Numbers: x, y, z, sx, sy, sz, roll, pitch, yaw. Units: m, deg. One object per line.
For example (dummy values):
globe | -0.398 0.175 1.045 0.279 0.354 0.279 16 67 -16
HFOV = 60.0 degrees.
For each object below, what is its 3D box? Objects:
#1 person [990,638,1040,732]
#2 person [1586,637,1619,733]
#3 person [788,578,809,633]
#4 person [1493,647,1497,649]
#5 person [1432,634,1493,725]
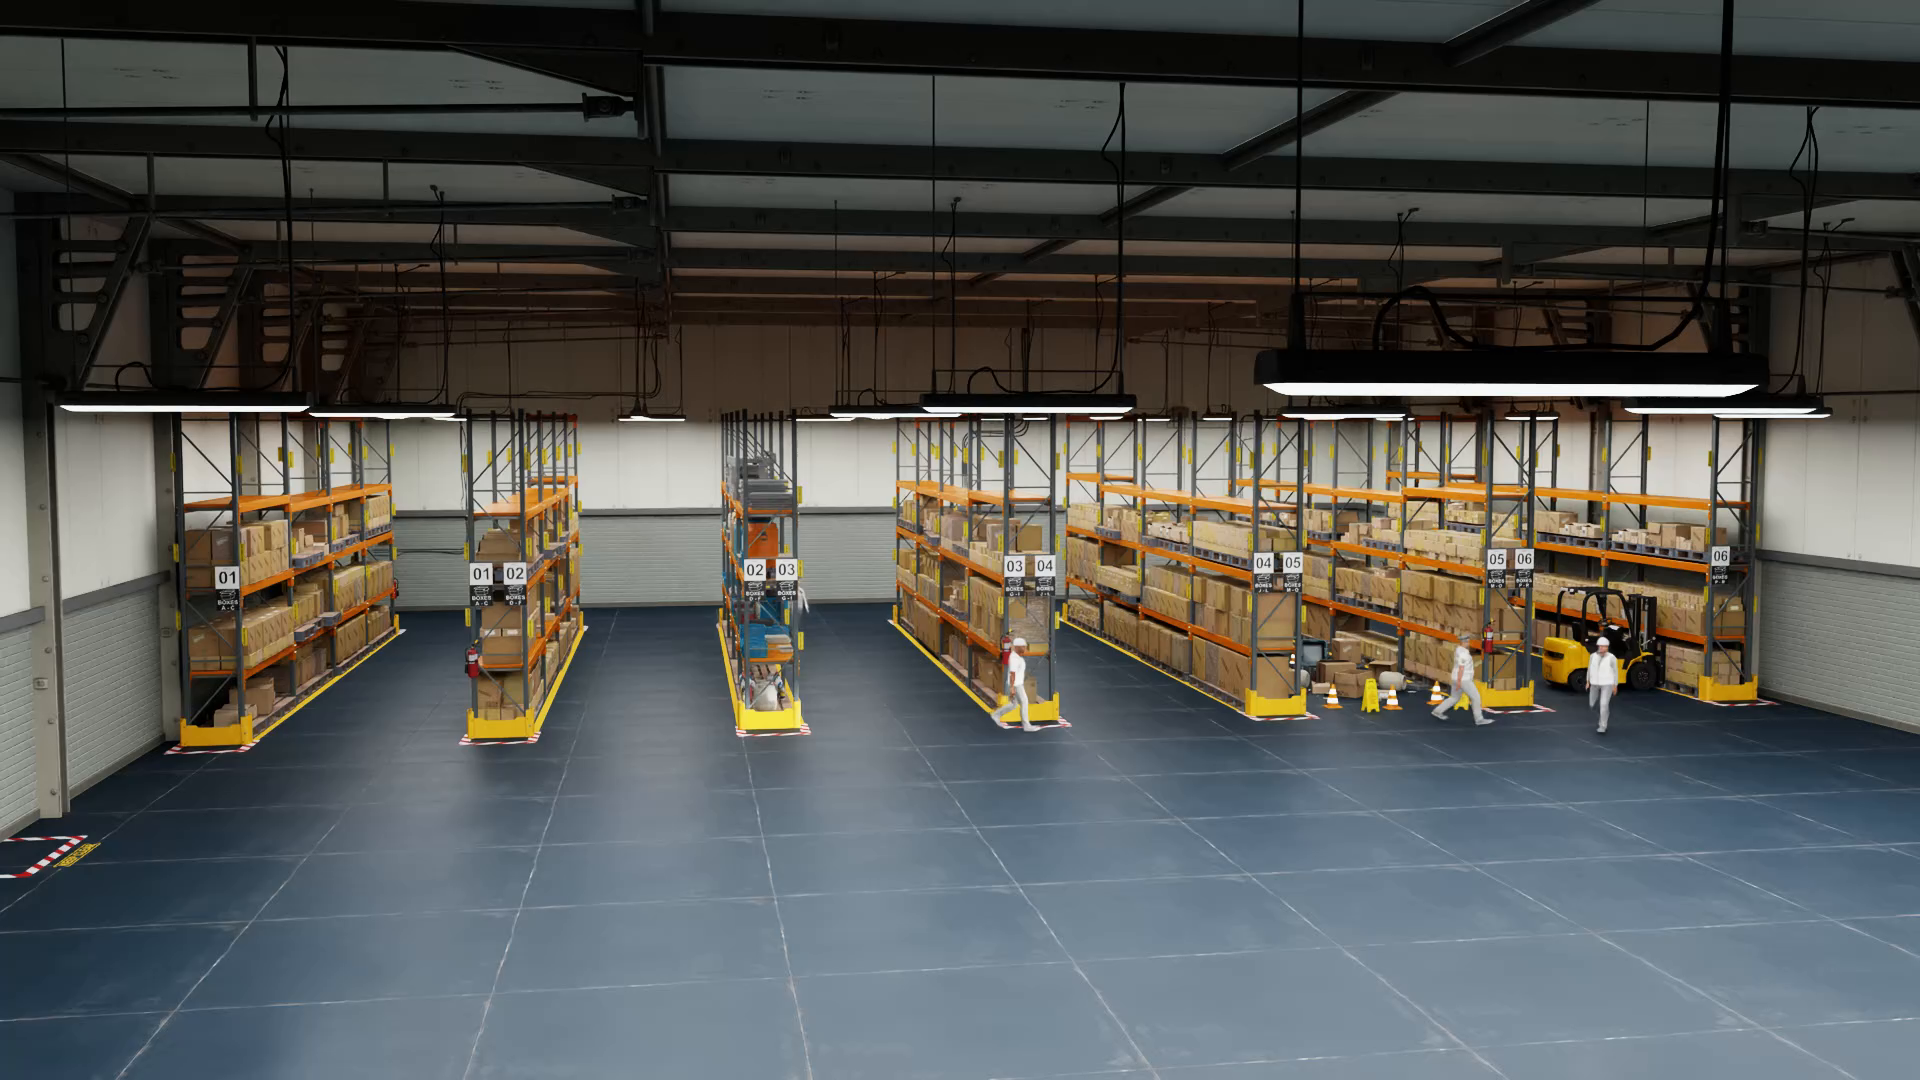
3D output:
person | 1.028 2.689 31.009 0.928 1.742 0.607 0 4 2
person | 11.998 2.678 31.045 0.883 1.749 0.567 -4 6 -45
person | -4.316 1.809 44.040 0.529 1.637 0.965 -2 4 -25
person | 12.035 2.215 37.794 0.511 1.825 0.548 -1 4 -14
person | 9.610 2.661 31.809 1.044 1.699 0.577 0 4 -2
